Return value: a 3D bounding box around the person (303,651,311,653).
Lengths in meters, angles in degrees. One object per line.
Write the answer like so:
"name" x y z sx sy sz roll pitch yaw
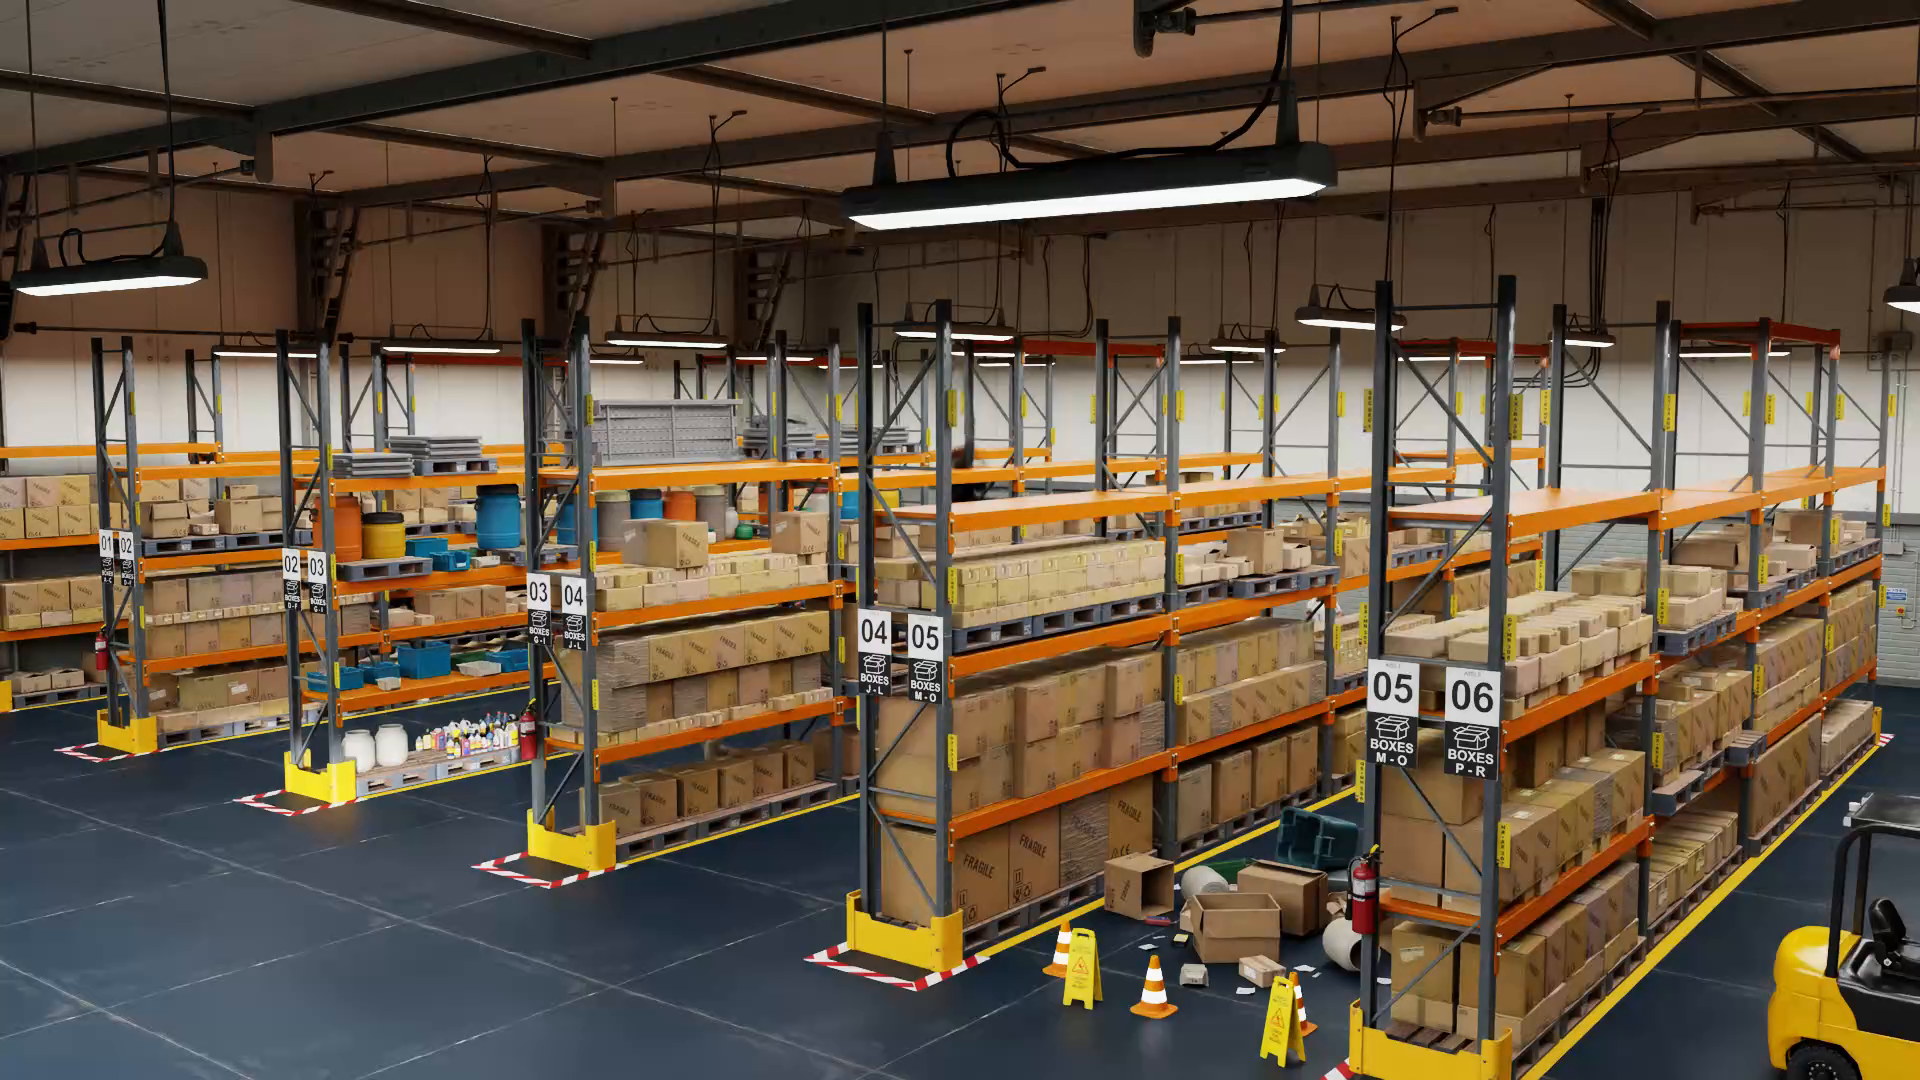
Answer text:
"person" -11.259 1.871 28.547 0.643 1.607 0.603 3 6 33

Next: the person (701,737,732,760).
"person" -3.235 2.407 22.065 0.663 1.729 0.888 3 6 32

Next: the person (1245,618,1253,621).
"person" 4.476 2.076 25.531 0.627 1.777 1.126 4 6 37

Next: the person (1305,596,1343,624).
"person" 6.569 1.665 30.112 0.735 1.750 0.977 2 5 22
